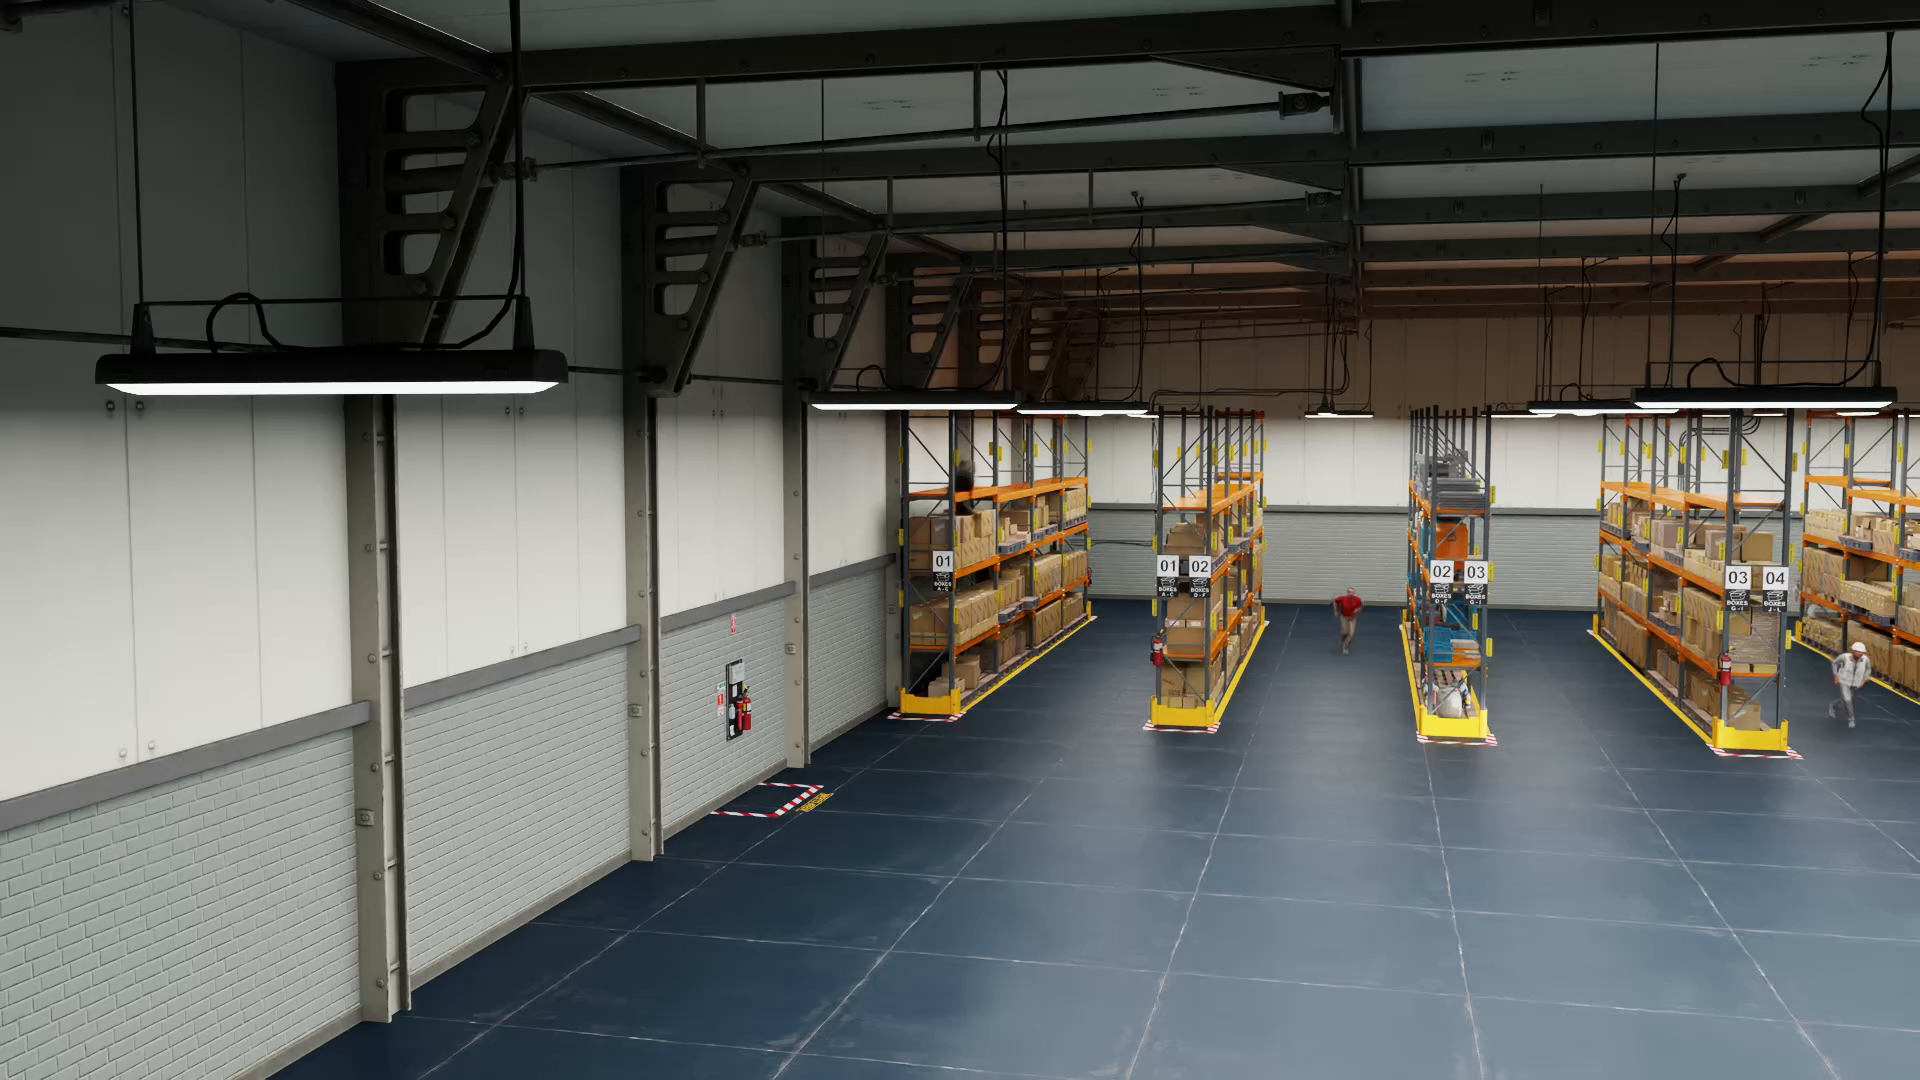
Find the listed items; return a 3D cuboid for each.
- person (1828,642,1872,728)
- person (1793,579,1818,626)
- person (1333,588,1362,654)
[{"bbox_3d":[16.708,2.675,31.298,0.651,1.620,1.122,0,4,5],"label":"person"},{"bbox_3d":[22.844,1.781,44.707,1.162,1.536,0.664,-3,5,-34],"label":"person"},{"bbox_3d":[9.528,1.982,40.773,0.640,1.651,0.737,0,4,-3],"label":"person"}]
